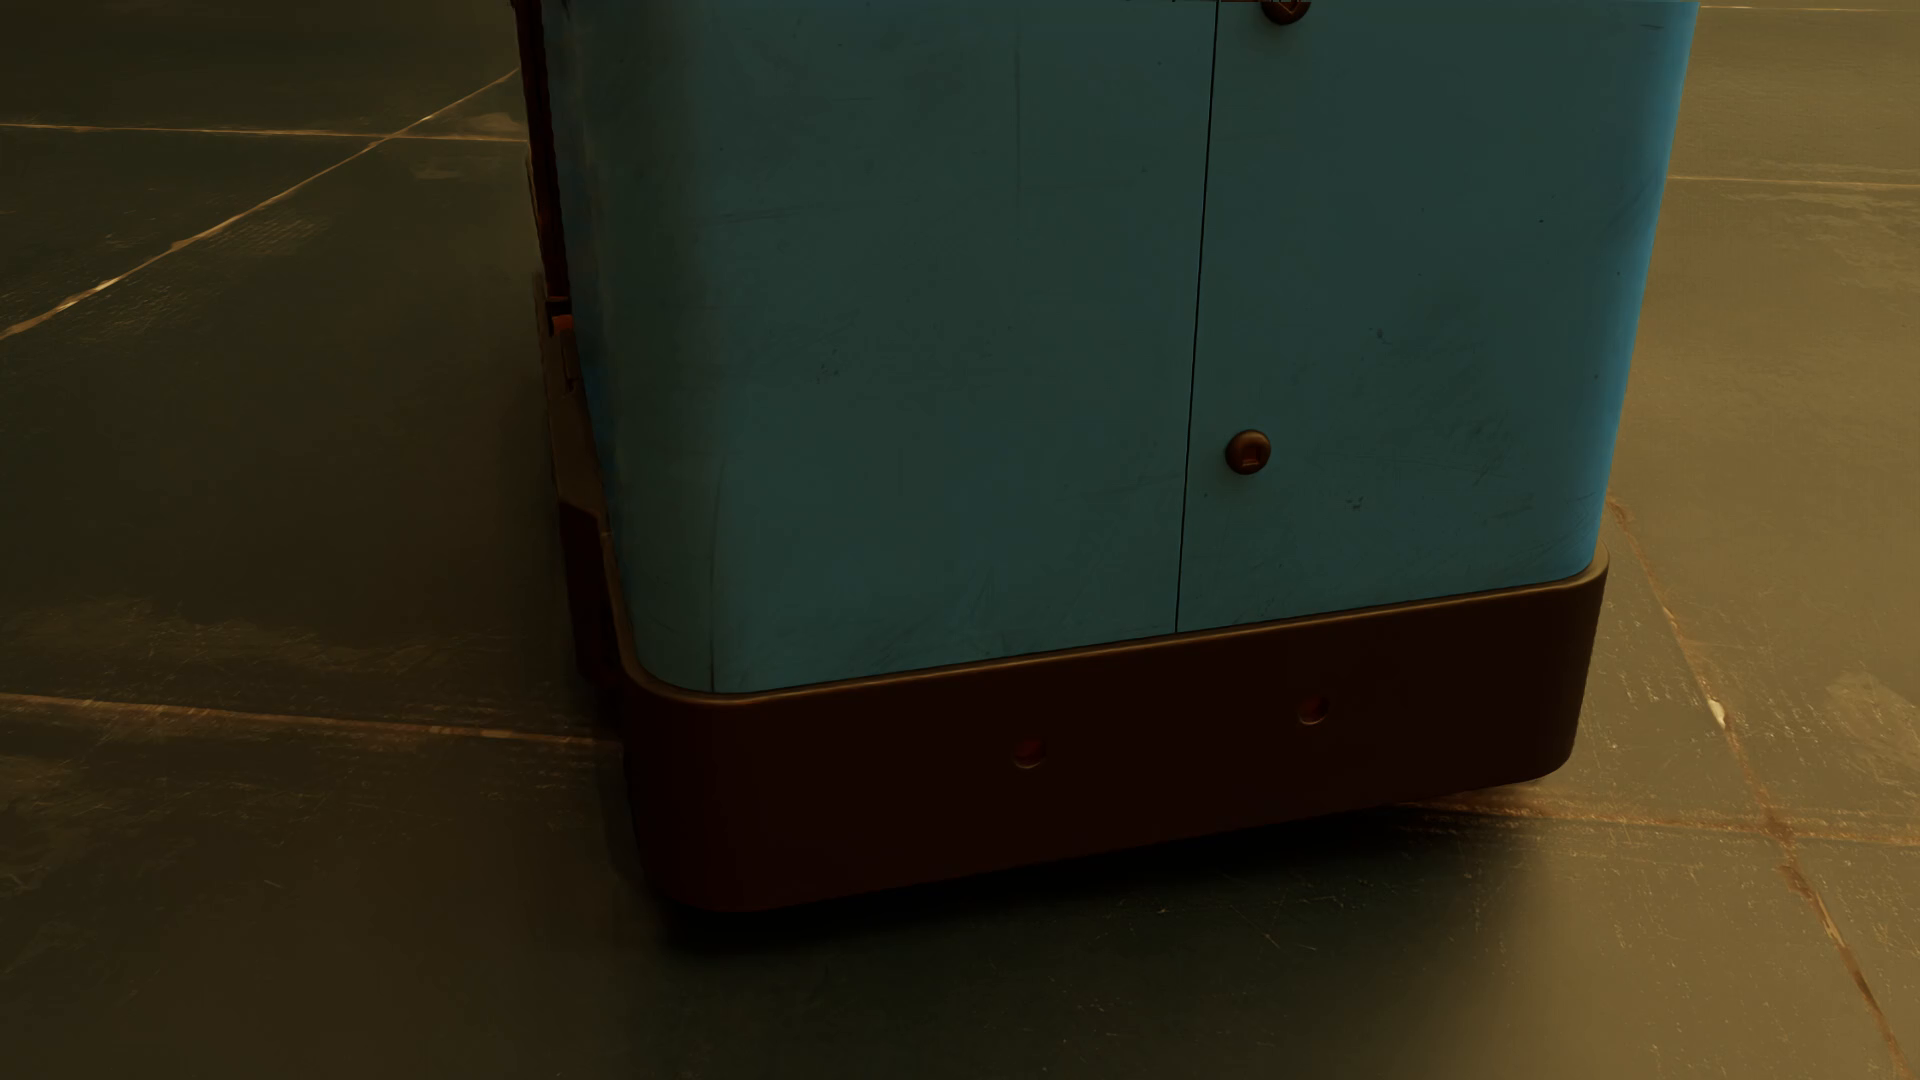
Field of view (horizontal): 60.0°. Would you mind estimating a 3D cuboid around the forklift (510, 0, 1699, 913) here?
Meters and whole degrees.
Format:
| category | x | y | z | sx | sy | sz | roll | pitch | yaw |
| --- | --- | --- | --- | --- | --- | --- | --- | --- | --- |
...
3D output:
| category | x | y | z | sx | sy | sz | roll | pitch | yaw |
| --- | --- | --- | --- | --- | --- | --- | --- | --- | --- |
| forklift | -0.182 | -1.588 | 2.400 | 1.130 | 2.935 | 3.031 | -7 | 27 | -14 |
